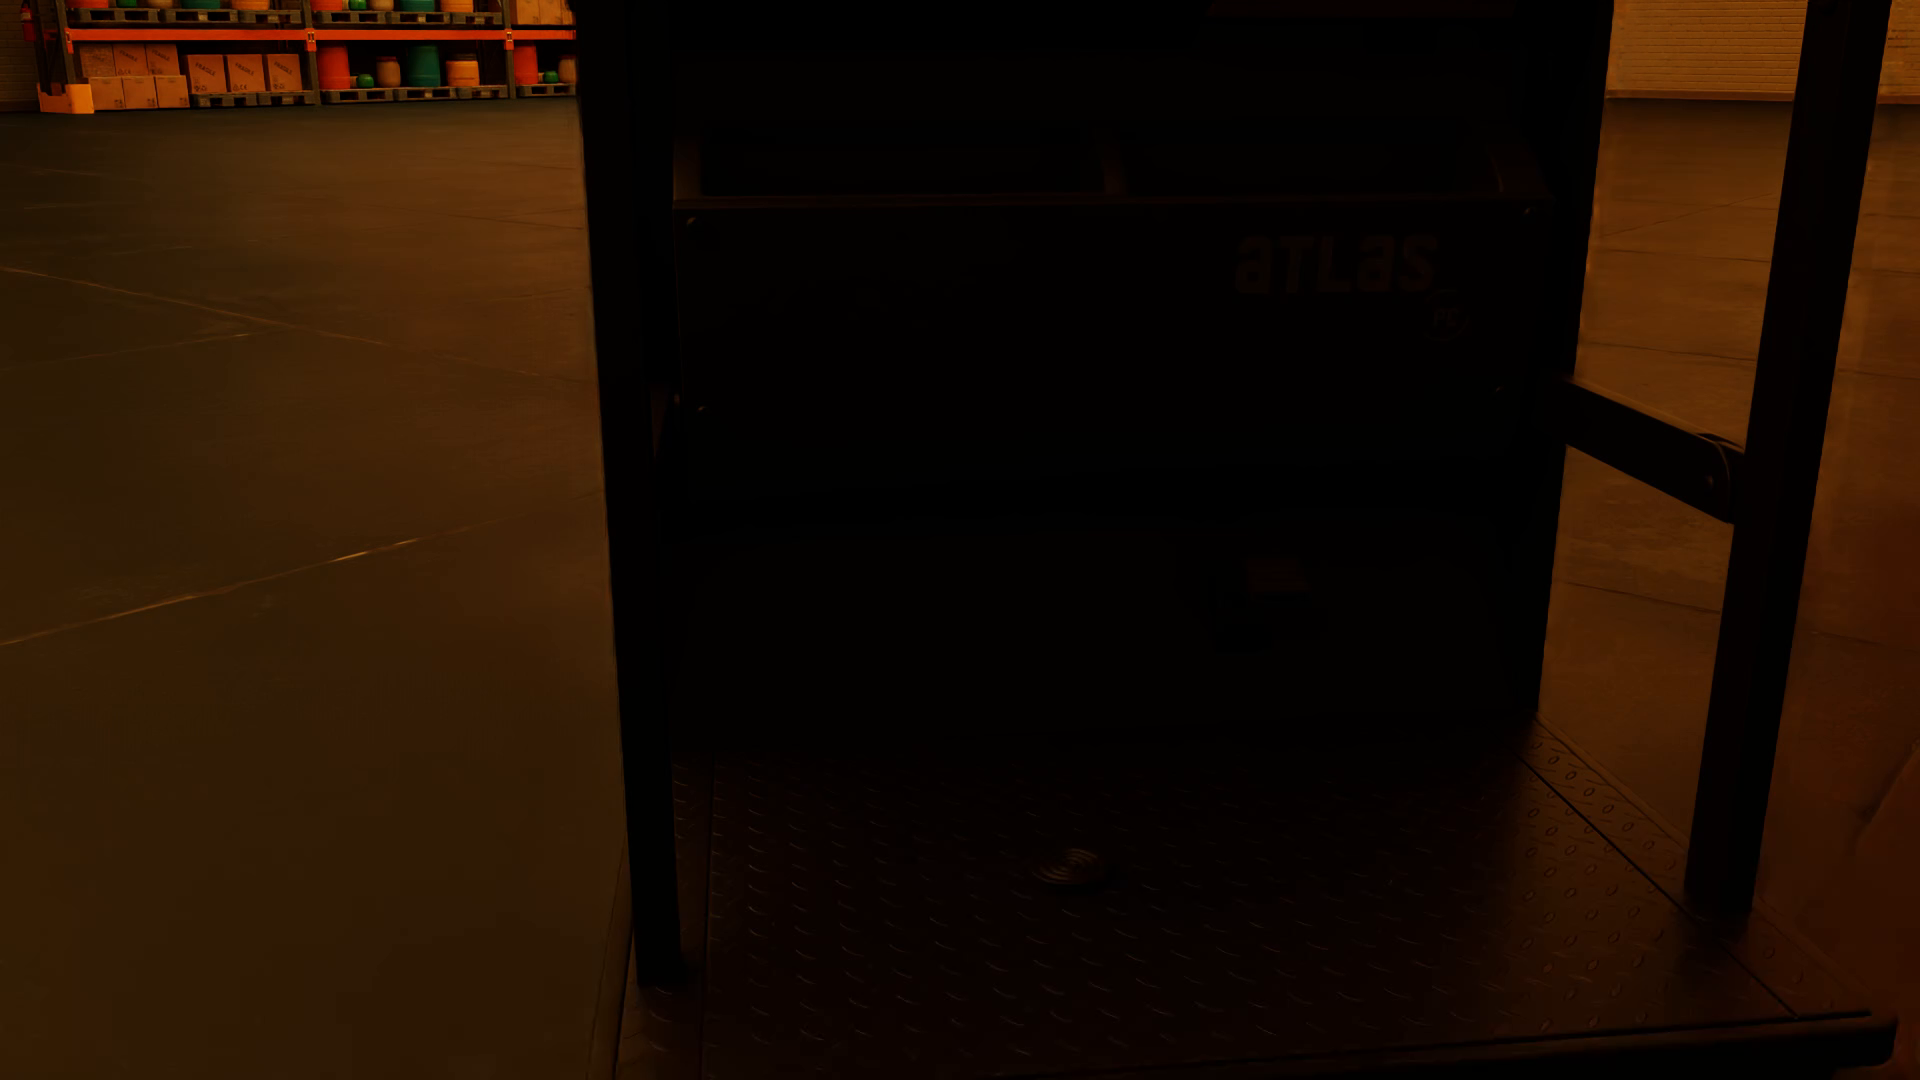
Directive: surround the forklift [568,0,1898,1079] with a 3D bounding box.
[{"bbox_3d":[0.193,-0.775,1.448,1.130,2.935,3.031,-2,17,-7],"label":"forklift"}]
